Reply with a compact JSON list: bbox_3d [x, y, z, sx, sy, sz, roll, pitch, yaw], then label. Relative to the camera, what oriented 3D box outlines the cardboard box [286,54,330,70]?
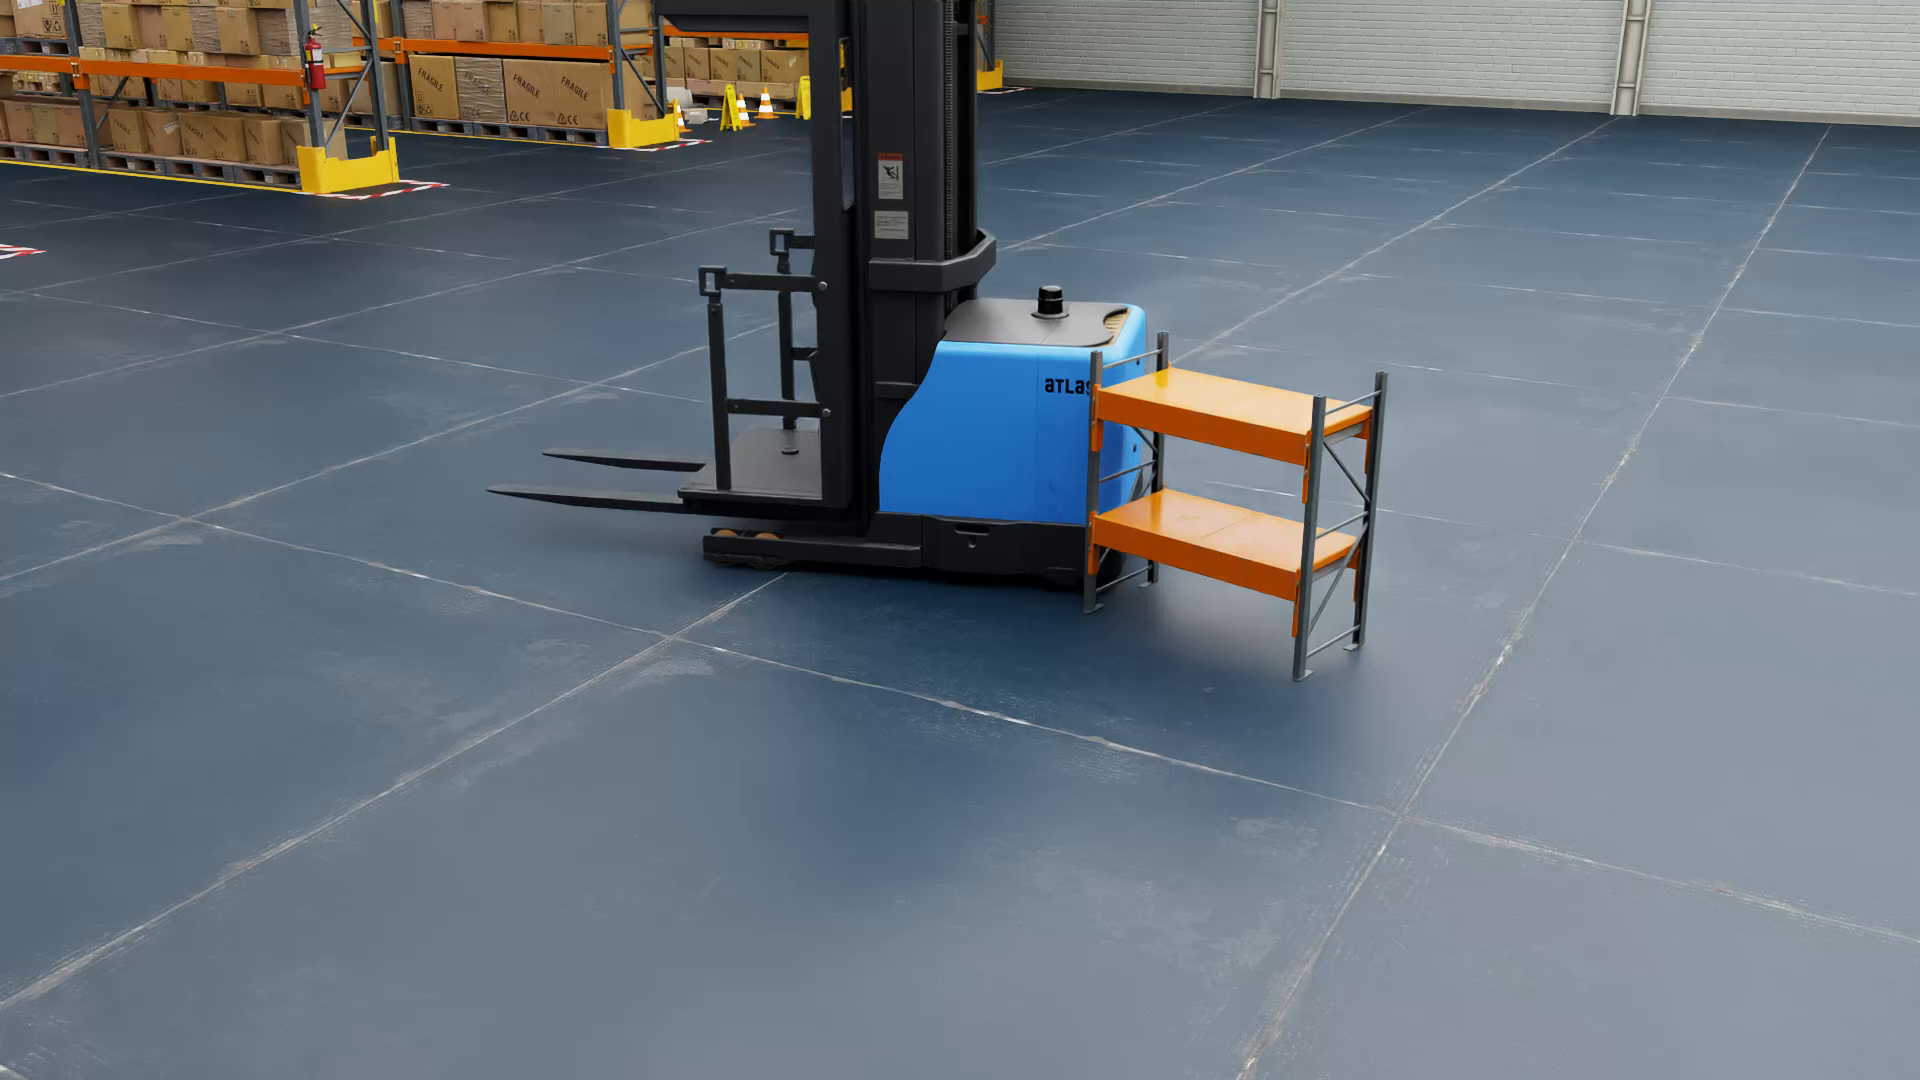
[{"bbox_3d":[-7.231,-5.304,18.457,0.250,0.149,0.380,11,23,27],"label":"cardboard box"}]

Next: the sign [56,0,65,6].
[{"bbox_3d":[-10.641,-6.480,19.632,0.005,0.325,0.100,11,23,27],"label":"sign"}]

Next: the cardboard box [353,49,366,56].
[{"bbox_3d":[-11.152,-9.353,31.752,0.875,0.875,0.875,12,23,29],"label":"cardboard box"}]

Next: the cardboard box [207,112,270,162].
[{"bbox_3d":[-8.494,-4.766,19.656,0.500,0.500,0.500,13,24,32],"label":"cardboard box"}]

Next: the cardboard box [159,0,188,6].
[{"bbox_3d":[-8.789,-6.362,18.956,0.500,0.500,0.500,11,23,27],"label":"cardboard box"}]

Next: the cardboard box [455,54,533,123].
[{"bbox_3d":[-6.563,-6.486,23.846,0.875,0.875,0.875,11,23,28],"label":"cardboard box"}]

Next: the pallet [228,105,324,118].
[{"bbox_3d":[-10.707,-6.762,26.197,1.213,0.211,1.003,11,23,27],"label":"pallet"}]

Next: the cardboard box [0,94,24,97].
[{"bbox_3d":[-12.781,-5.604,21.937,0.500,0.500,0.700,9,22,23],"label":"cardboard box"}]

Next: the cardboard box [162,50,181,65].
[{"bbox_3d":[-9.017,-5.613,19.307,0.250,0.149,0.380,11,23,27],"label":"cardboard box"}]

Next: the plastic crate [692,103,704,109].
[{"bbox_3d":[-4.570,-7.174,27.525,0.583,0.080,0.402,3,20,9],"label":"plastic crate"}]

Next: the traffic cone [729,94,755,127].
[{"bbox_3d":[-3.298,-6.494,25.090,0.334,0.463,0.336,11,23,27],"label":"traffic cone"}]

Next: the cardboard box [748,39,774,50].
[{"bbox_3d":[-3.228,-8.045,27.011,0.250,0.149,0.380,12,23,29],"label":"cardboard box"}]

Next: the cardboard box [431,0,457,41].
[{"bbox_3d":[-7.047,-7.489,23.892,0.550,0.550,0.875,11,23,27],"label":"cardboard box"}]

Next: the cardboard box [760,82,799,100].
[{"bbox_3d":[-2.906,-7.350,27.144,0.500,0.250,0.500,11,23,27],"label":"cardboard box"}]

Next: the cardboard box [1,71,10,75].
[{"bbox_3d":[-16.393,-8.085,28.884,0.250,0.149,0.380,10,22,25],"label":"cardboard box"}]

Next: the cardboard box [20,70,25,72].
[{"bbox_3d":[-15.940,-8.146,28.617,0.250,0.149,0.380,12,23,29],"label":"cardboard box"}]

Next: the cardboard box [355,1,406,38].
[{"bbox_3d":[-8.452,-7.615,24.314,0.500,0.500,0.500,11,22,27],"label":"cardboard box"}]

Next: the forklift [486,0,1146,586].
[{"bbox_3d":[-0.695,-1.413,7.461,3.031,2.935,1.130,4,20,11],"label":"forklift"}]

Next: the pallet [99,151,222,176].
[{"bbox_3d":[-9.770,-4.689,20.483,1.213,0.211,1.003,11,23,27],"label":"pallet"}]

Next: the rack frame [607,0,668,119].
[{"bbox_3d":[-4.374,-6.896,22.477,0.127,3.000,1.000,11,23,27],"label":"rack frame"}]

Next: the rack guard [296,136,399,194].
[{"bbox_3d":[-6.948,-4.274,18.914,0.348,0.500,1.175,11,23,27],"label":"rack guard"}]

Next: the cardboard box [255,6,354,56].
[{"bbox_3d":[-7.348,-5.723,18.660,0.500,0.500,0.875,11,23,27],"label":"cardboard box"}]

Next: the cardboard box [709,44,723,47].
[{"bbox_3d":[-4.002,-8.122,28.173,0.500,0.500,0.500,12,23,30],"label":"cardboard box"}]

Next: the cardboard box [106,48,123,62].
[{"bbox_3d":[-9.889,-5.779,19.767,0.250,0.149,0.380,11,23,27],"label":"cardboard box"}]

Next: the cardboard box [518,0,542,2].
[{"bbox_3d":[-5.627,-7.745,23.014,0.550,0.550,0.875,11,23,27],"label":"cardboard box"}]

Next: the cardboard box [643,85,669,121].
[{"bbox_3d":[-4.817,-6.751,25.739,0.637,0.503,0.797,-4,20,-10],"label":"cardboard box"}]

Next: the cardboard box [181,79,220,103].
[{"bbox_3d":[-12.061,-7.280,26.586,0.500,0.500,0.500,11,23,27],"label":"cardboard box"}]

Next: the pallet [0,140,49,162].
[{"bbox_3d":[-12.123,-5.122,21.676,1.213,0.211,1.003,11,23,27],"label":"pallet"}]

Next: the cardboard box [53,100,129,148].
[{"bbox_3d":[-10.899,-5.242,20.937,0.500,0.500,0.700,9,22,23],"label":"cardboard box"}]

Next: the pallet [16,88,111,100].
[{"bbox_3d":[-15.454,-7.682,28.733,1.213,0.211,1.003,11,23,27],"label":"pallet"}]

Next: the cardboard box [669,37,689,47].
[{"bbox_3d":[-4.628,-8.312,27.746,0.250,0.149,0.380,12,23,29],"label":"cardboard box"}]

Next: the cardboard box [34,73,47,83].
[{"bbox_3d":[-15.523,-7.888,28.340,0.250,0.149,0.380,10,22,25],"label":"cardboard box"}]

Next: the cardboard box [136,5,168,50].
[{"bbox_3d":[-9.106,-6.048,19.557,0.500,0.500,0.875,11,23,27],"label":"cardboard box"}]

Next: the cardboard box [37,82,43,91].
[{"bbox_3d":[-15.545,-7.781,28.481,0.250,0.149,0.380,12,23,29],"label":"cardboard box"}]

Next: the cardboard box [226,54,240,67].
[{"bbox_3d":[-8.101,-5.472,18.920,0.250,0.149,0.380,11,23,27],"label":"cardboard box"}]

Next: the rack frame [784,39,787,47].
[{"bbox_3d":[-3.123,-10.530,32.495,0.127,3.000,1.000,11,23,27],"label":"rack frame"}]

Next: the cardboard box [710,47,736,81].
[{"bbox_3d":[-3.770,-7.871,27.482,0.500,0.500,0.500,10,22,26],"label":"cardboard box"}]

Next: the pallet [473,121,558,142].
[{"bbox_3d":[-6.172,-5.898,23.815,1.213,0.211,1.003,11,23,27],"label":"pallet"}]

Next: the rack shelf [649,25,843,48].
[{"bbox_3d":[-3.795,-8.381,27.625,4.000,0.370,1.077,11,23,27],"label":"rack shelf"}]

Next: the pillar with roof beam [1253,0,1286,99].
[{"bbox_3d":[3.339,-10.790,24.413,0.400,9.000,9.100,11,23,27],"label":"pillar with roof beam"}]

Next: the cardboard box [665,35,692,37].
[{"bbox_3d":[-5.503,-10.062,34.072,0.625,0.625,0.875,12,23,29],"label":"cardboard box"}]

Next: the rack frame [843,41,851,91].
[{"bbox_3d":[-2.049,-8.386,26.586,0.127,3.000,1.000,11,23,27],"label":"rack frame"}]

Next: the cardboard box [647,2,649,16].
[{"bbox_3d":[-5.292,-9.082,27.921,0.500,0.500,0.500,11,23,27],"label":"cardboard box"}]

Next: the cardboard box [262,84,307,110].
[{"bbox_3d":[-10.106,-7.094,25.706,0.750,0.750,1.050,11,23,28],"label":"cardboard box"}]

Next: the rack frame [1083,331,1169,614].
[{"bbox_3d":[0.700,-0.285,7.000,0.032,1.125,0.500,17,26,39],"label":"rack frame"}]

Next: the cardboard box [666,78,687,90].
[{"bbox_3d":[-4.686,-7.693,28.089,0.500,0.250,0.500,12,23,30],"label":"cardboard box"}]

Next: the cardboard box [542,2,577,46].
[{"bbox_3d":[-5.211,-7.100,22.819,0.550,0.550,0.875,11,23,27],"label":"cardboard box"}]

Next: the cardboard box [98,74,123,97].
[{"bbox_3d":[-13.872,-7.625,27.535,0.500,0.500,0.500,12,23,30],"label":"cardboard box"}]

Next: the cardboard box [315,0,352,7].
[{"bbox_3d":[-7.229,-6.266,18.690,0.500,0.500,0.500,11,23,27],"label":"cardboard box"}]

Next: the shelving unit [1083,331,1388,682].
[{"bbox_3d":[1.077,-0.168,6.679,1.048,1.125,0.538,17,26,39],"label":"shelving unit"}]

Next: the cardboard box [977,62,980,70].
[{"bbox_3d":[0.035,-8.909,31.444,0.500,0.250,0.500,11,23,28],"label":"cardboard box"}]
